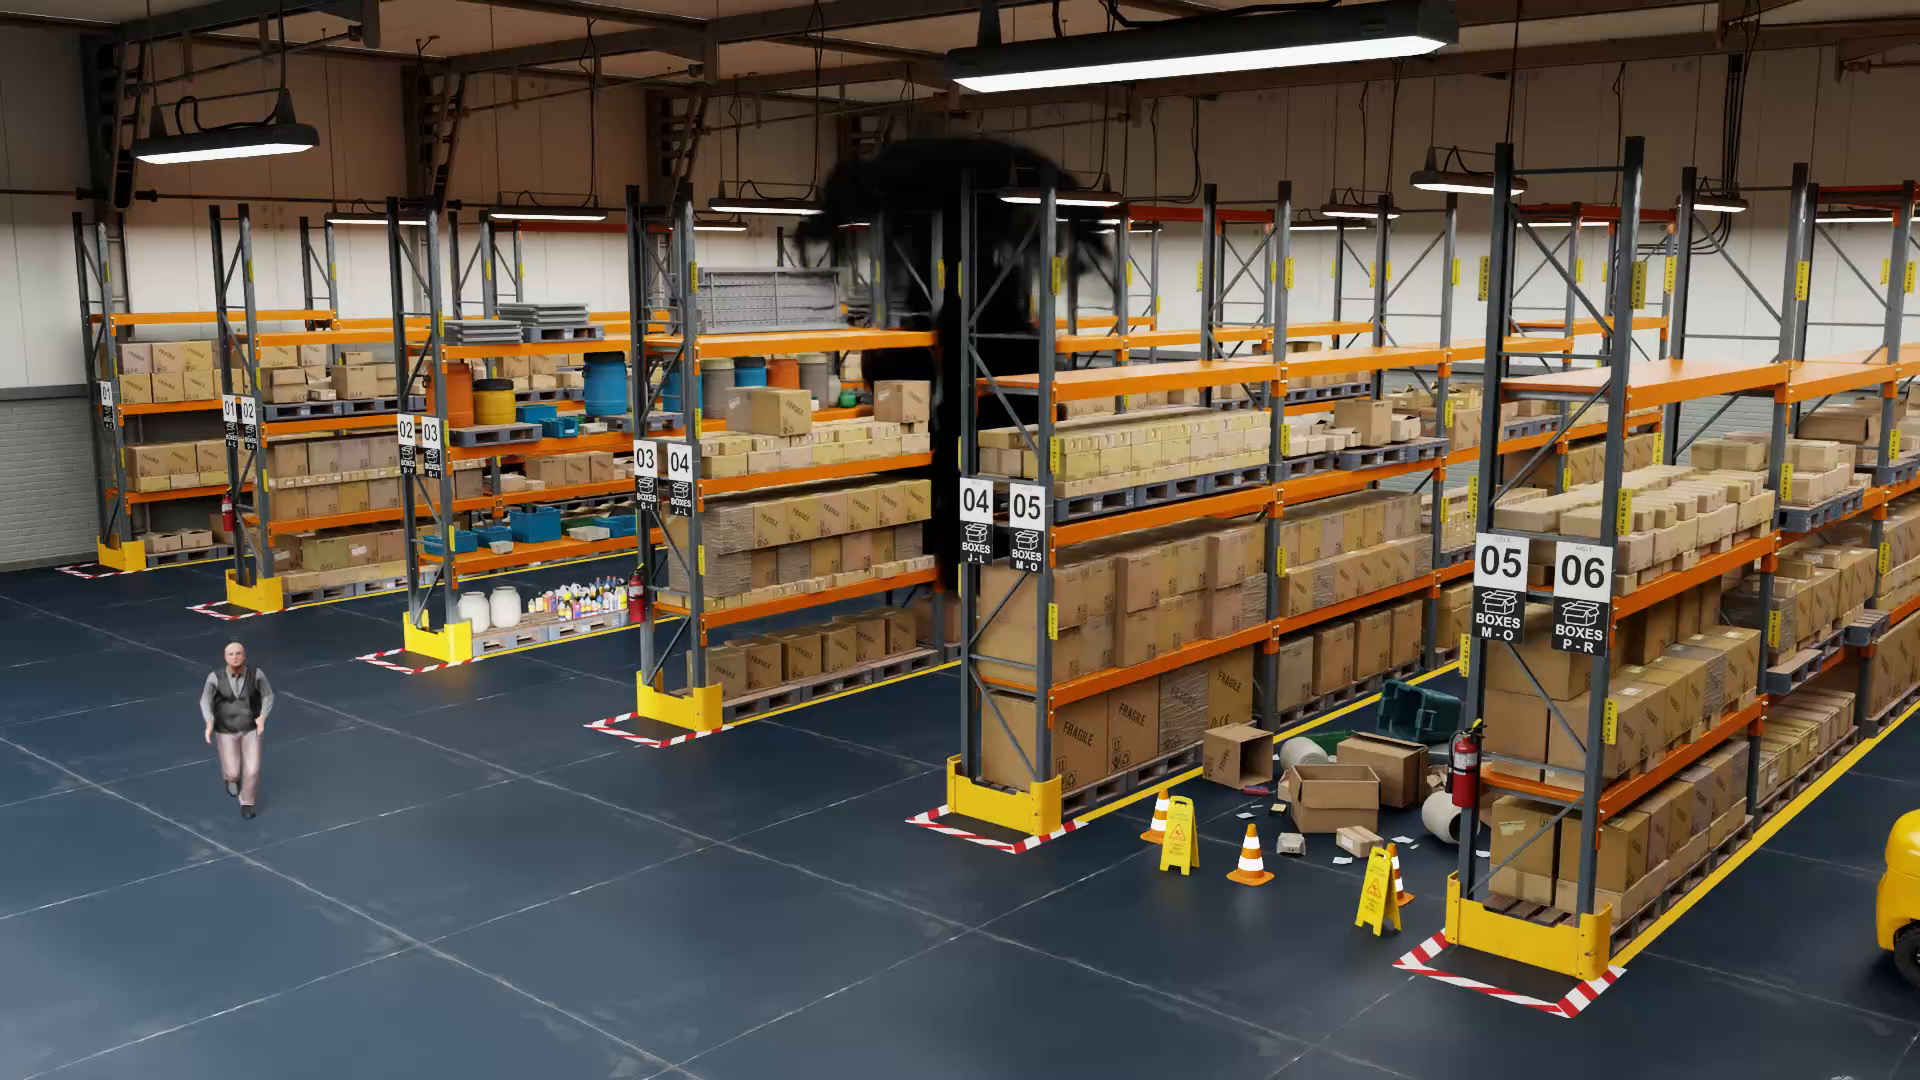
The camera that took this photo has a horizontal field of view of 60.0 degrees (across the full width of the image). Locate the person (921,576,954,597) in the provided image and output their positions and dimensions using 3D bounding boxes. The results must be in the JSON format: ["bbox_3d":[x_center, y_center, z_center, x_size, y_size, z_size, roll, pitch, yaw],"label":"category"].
[{"bbox_3d":[-0.362,0.048,24.419,0.543,1.776,0.728,7,11,34],"label":"person"}]

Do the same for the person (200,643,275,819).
[{"bbox_3d":[-6.782,1.774,15.655,0.644,1.675,0.618,-4,10,-24],"label":"person"}]
